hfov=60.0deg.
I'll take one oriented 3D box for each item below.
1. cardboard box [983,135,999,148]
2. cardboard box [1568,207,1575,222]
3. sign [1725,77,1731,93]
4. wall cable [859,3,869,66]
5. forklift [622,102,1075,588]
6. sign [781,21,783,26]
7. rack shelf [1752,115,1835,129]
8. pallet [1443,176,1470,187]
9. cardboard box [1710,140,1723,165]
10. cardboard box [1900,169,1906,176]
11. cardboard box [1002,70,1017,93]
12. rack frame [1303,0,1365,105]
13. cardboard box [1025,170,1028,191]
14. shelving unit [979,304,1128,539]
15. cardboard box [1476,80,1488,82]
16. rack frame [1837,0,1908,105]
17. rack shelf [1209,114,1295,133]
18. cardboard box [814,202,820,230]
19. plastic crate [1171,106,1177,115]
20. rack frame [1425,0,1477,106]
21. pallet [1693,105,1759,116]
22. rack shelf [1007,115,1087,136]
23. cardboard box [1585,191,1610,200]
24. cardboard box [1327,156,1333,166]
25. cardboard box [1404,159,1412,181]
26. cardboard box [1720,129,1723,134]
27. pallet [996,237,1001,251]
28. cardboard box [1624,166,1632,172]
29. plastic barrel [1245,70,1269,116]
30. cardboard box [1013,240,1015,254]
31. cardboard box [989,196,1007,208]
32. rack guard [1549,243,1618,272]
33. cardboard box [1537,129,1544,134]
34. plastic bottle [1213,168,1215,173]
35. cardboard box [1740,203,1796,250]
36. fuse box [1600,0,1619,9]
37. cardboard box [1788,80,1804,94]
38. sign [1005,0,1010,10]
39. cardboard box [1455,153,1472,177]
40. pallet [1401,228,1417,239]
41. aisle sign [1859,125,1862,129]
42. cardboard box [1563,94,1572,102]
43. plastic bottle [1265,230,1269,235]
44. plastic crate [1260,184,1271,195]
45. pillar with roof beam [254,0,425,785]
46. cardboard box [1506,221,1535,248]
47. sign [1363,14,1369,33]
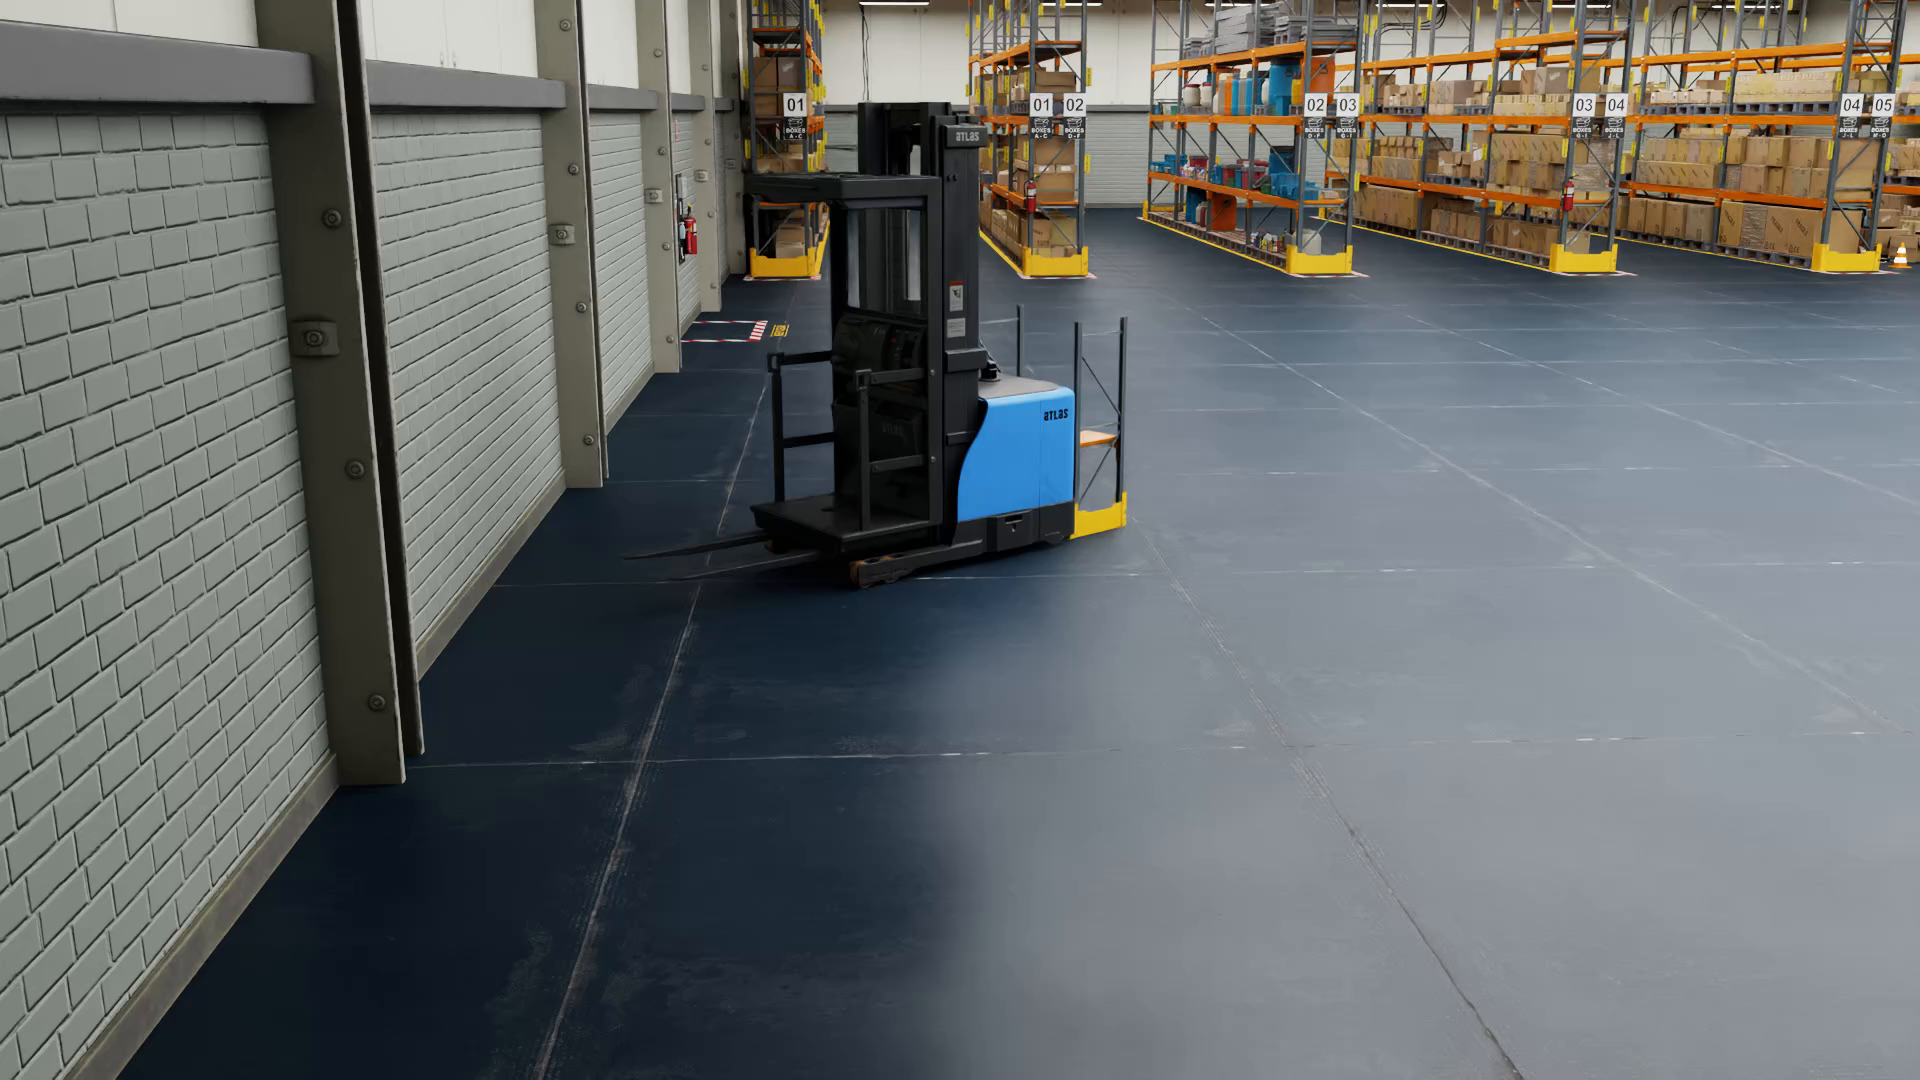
[{"bbox_3d":[0.702,-9.948,41.962,0.500,0.500,0.500,-1,14,-3],"label":"cardboard box"},{"bbox_3d":[15.617,-8.302,41.946,0.500,0.500,0.500,0,14,-1],"label":"cardboard box"},{"bbox_3d":[15.791,-9.352,34.165,0.100,0.325,0.005,-1,14,-3],"label":"sign"},{"bbox_3d":[-1.494,-15.512,49.852,3.097,2.526,0.112,-1,14,-3],"label":"wall cable"},{"bbox_3d":[-0.686,-1.269,10.575,3.031,2.935,1.130,-11,18,-37],"label":"forklift"},{"bbox_3d":[-4.754,-13.638,44.281,0.100,0.325,0.005,-1,14,-3],"label":"sign"},{"bbox_3d":[20.894,-10.205,40.594,1.077,0.370,4.000,-1,14,-3],"label":"rack shelf"},{"bbox_3d":[11.291,-7.866,36.463,1.003,0.211,1.213,-1,14,-3],"label":"pallet"},{"bbox_3d":[16.295,-8.163,35.026,0.700,0.500,0.500,-1,14,-4],"label":"cardboard box"},{"bbox_3d":[20.910,-8.068,36.525,0.380,0.149,0.250,-1,14,-3],"label":"cardboard box"},{"bbox_3d":[1.219,-10.392,37.671,0.500,0.500,0.500,-1,14,-3],"label":"cardboard box"},{"bbox_3d":[6.679,-9.290,29.573,1.000,3.000,0.127,-1,14,-3],"label":"rack frame"},{"bbox_3d":[1.620,-6.859,31.963,0.700,0.500,0.500,0,14,-2],"label":"cardboard box"},{"bbox_3d":[0.618,-0.880,11.935,0.587,1.500,1.083,-13,19,-41],"label":"shelving unit"},{"bbox_3d":[11.464,-9.828,36.481,0.500,0.500,0.500,-1,14,-2],"label":"cardboard box"},{"bbox_3d":[16.580,-9.418,30.070,1.000,3.000,0.127,-1,14,-3],"label":"rack frame"},{"bbox_3d":[6.308,-8.981,35.836,1.077,0.370,4.000,-1,14,-3],"label":"rack shelf"},{"bbox_3d":[-3.619,-7.568,38.393,0.750,0.750,0.750,-1,14,-4],"label":"cardboard box"},{"bbox_3d":[5.561,-10.962,42.428,0.416,0.233,0.300,-1,14,-3],"label":"plastic crate"},{"bbox_3d":[11.127,-11.356,37.603,1.000,3.000,0.127,-1,14,-3],"label":"rack frame"},{"bbox_3d":[16.226,-9.094,35.217,0.805,0.209,1.217,-1,15,-6],"label":"pallet"},{"bbox_3d":[1.611,-7.911,31.676,1.077,0.370,4.000,-1,14,-3],"label":"rack shelf"},{"bbox_3d":[11.843,-6.414,30.939,0.380,0.149,0.250,-1,14,-3],"label":"cardboard box"},{"bbox_3d":[10.392,-10.388,45.585,0.500,0.250,0.500,-1,14,-5],"label":"cardboard box"},{"bbox_3d":[10.824,-8.742,39.282,0.500,0.500,0.500,-1,14,-4],"label":"cardboard box"},{"bbox_3d":[20.417,-10.836,44.112,0.380,0.149,0.250,-1,14,-5],"label":"cardboard box"},{"bbox_3d":[1.324,-6.440,36.133,1.003,0.211,1.213,-1,14,-3],"label":"pallet"},{"bbox_3d":[15.595,-8.699,38.979,0.380,0.149,0.250,-1,14,-3],"label":"cardboard box"},{"bbox_3d":[6.183,-9.198,34.229,0.600,0.901,0.708,-1,14,-3],"label":"plastic barrel"},{"bbox_3d":[1.302,-5.682,32.267,0.500,0.250,0.500,-1,14,-3],"label":"cardboard box"},{"bbox_3d":[0.940,-7.907,38.867,0.500,0.250,0.500,0,14,-1],"label":"cardboard box"},{"bbox_3d":[11.618,-5.269,31.003,1.175,0.500,0.348,-1,14,-3],"label":"rack guard"},{"bbox_3d":[15.482,-10.542,43.676,0.500,0.500,0.500,-1,14,-2],"label":"cardboard box"},{"bbox_3d":[6.222,-8.957,40.578,0.097,0.271,0.097,0,14,0],"label":"plastic bottle"},{"bbox_3d":[16.360,-6.300,33.413,0.875,0.875,0.875,-1,14,-3],"label":"cardboard box"},{"bbox_3d":[19.899,-16.439,50.939,0.513,0.334,0.176,-1,14,-3],"label":"fuse box"},{"bbox_3d":[16.210,-8.655,31.786,0.500,0.250,0.500,-1,14,-4],"label":"cardboard box"},{"bbox_3d":[0.947,-10.688,32.975,0.100,0.325,0.005,-1,14,-3],"label":"sign"},{"bbox_3d":[11.175,-8.139,36.089,0.797,0.503,0.637,1,14,2],"label":"cardboard box"},{"bbox_3d":[11.154,-7.297,39.464,1.003,0.211,1.213,-1,14,-3],"label":"pallet"},{"bbox_3d":[25.179,-11.942,46.704,0.394,0.787,0.004,-1,14,-3],"label":"aisle sign"},{"bbox_3d":[11.294,-8.098,30.463,0.380,0.149,0.250,-1,14,-3],"label":"cardboard box"},{"bbox_3d":[6.211,-6.105,33.666,0.144,0.351,0.185,-1,14,-3],"label":"plastic bottle"},{"bbox_3d":[6.234,-6.935,32.884,0.450,0.188,0.662,-1,14,-3],"label":"plastic crate"},{"bbox_3d":[1.668,-3.395,6.663,9.100,9.000,0.400,-1,14,-3],"label":"pillar with roof beam"},{"bbox_3d":[11.403,-6.206,33.801,0.500,0.500,0.500,4,15,14],"label":"cardboard box"},{"bbox_3d":[7.229,-9.196,29.628,0.100,0.325,0.005,-1,14,-3],"label":"sign"}]
